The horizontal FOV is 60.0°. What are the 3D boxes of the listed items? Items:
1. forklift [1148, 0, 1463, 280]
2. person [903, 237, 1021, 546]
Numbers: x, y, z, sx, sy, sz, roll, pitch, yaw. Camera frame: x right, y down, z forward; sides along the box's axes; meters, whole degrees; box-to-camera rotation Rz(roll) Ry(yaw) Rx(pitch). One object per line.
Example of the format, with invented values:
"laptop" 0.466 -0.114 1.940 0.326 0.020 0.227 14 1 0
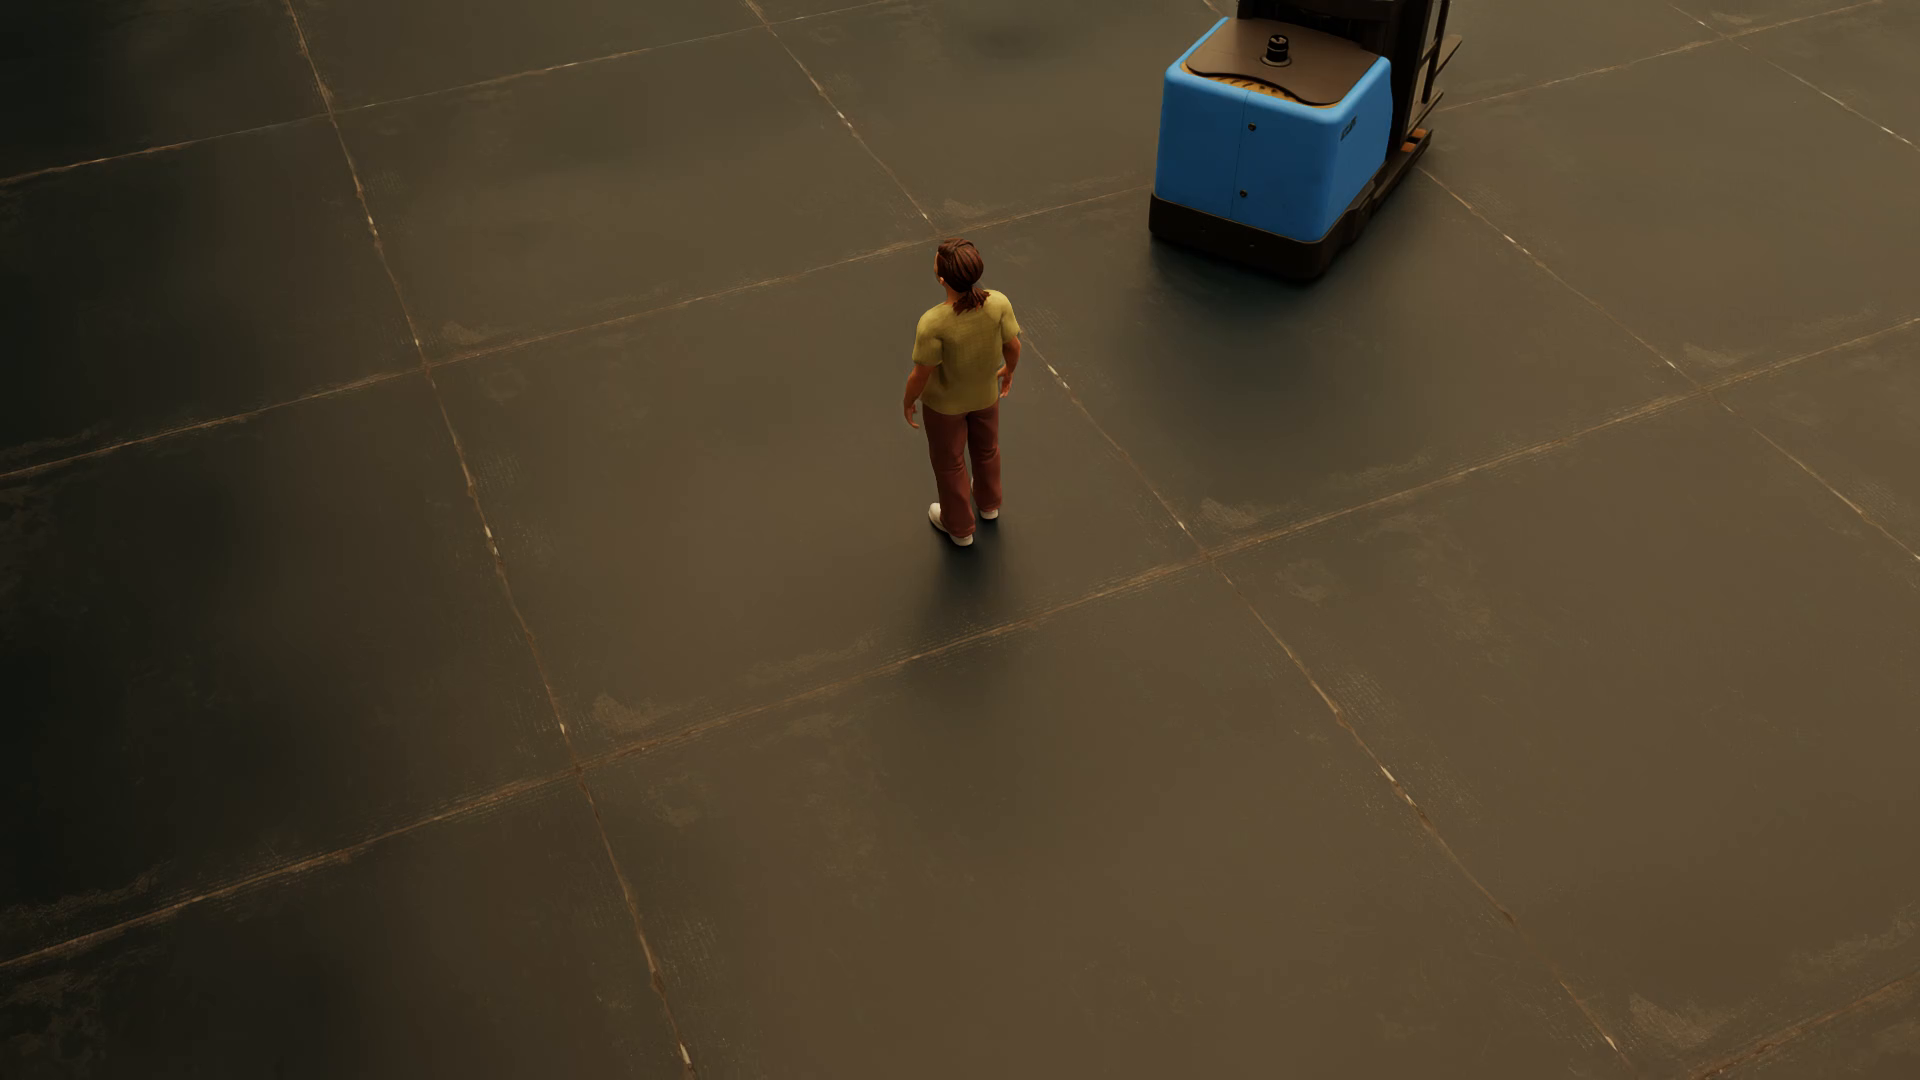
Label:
"forklift" 2.287 -3.511 9.442 1.130 2.935 3.031 22 47 22
"person" -0.020 -0.667 7.304 0.553 1.675 0.549 -18 46 -18
